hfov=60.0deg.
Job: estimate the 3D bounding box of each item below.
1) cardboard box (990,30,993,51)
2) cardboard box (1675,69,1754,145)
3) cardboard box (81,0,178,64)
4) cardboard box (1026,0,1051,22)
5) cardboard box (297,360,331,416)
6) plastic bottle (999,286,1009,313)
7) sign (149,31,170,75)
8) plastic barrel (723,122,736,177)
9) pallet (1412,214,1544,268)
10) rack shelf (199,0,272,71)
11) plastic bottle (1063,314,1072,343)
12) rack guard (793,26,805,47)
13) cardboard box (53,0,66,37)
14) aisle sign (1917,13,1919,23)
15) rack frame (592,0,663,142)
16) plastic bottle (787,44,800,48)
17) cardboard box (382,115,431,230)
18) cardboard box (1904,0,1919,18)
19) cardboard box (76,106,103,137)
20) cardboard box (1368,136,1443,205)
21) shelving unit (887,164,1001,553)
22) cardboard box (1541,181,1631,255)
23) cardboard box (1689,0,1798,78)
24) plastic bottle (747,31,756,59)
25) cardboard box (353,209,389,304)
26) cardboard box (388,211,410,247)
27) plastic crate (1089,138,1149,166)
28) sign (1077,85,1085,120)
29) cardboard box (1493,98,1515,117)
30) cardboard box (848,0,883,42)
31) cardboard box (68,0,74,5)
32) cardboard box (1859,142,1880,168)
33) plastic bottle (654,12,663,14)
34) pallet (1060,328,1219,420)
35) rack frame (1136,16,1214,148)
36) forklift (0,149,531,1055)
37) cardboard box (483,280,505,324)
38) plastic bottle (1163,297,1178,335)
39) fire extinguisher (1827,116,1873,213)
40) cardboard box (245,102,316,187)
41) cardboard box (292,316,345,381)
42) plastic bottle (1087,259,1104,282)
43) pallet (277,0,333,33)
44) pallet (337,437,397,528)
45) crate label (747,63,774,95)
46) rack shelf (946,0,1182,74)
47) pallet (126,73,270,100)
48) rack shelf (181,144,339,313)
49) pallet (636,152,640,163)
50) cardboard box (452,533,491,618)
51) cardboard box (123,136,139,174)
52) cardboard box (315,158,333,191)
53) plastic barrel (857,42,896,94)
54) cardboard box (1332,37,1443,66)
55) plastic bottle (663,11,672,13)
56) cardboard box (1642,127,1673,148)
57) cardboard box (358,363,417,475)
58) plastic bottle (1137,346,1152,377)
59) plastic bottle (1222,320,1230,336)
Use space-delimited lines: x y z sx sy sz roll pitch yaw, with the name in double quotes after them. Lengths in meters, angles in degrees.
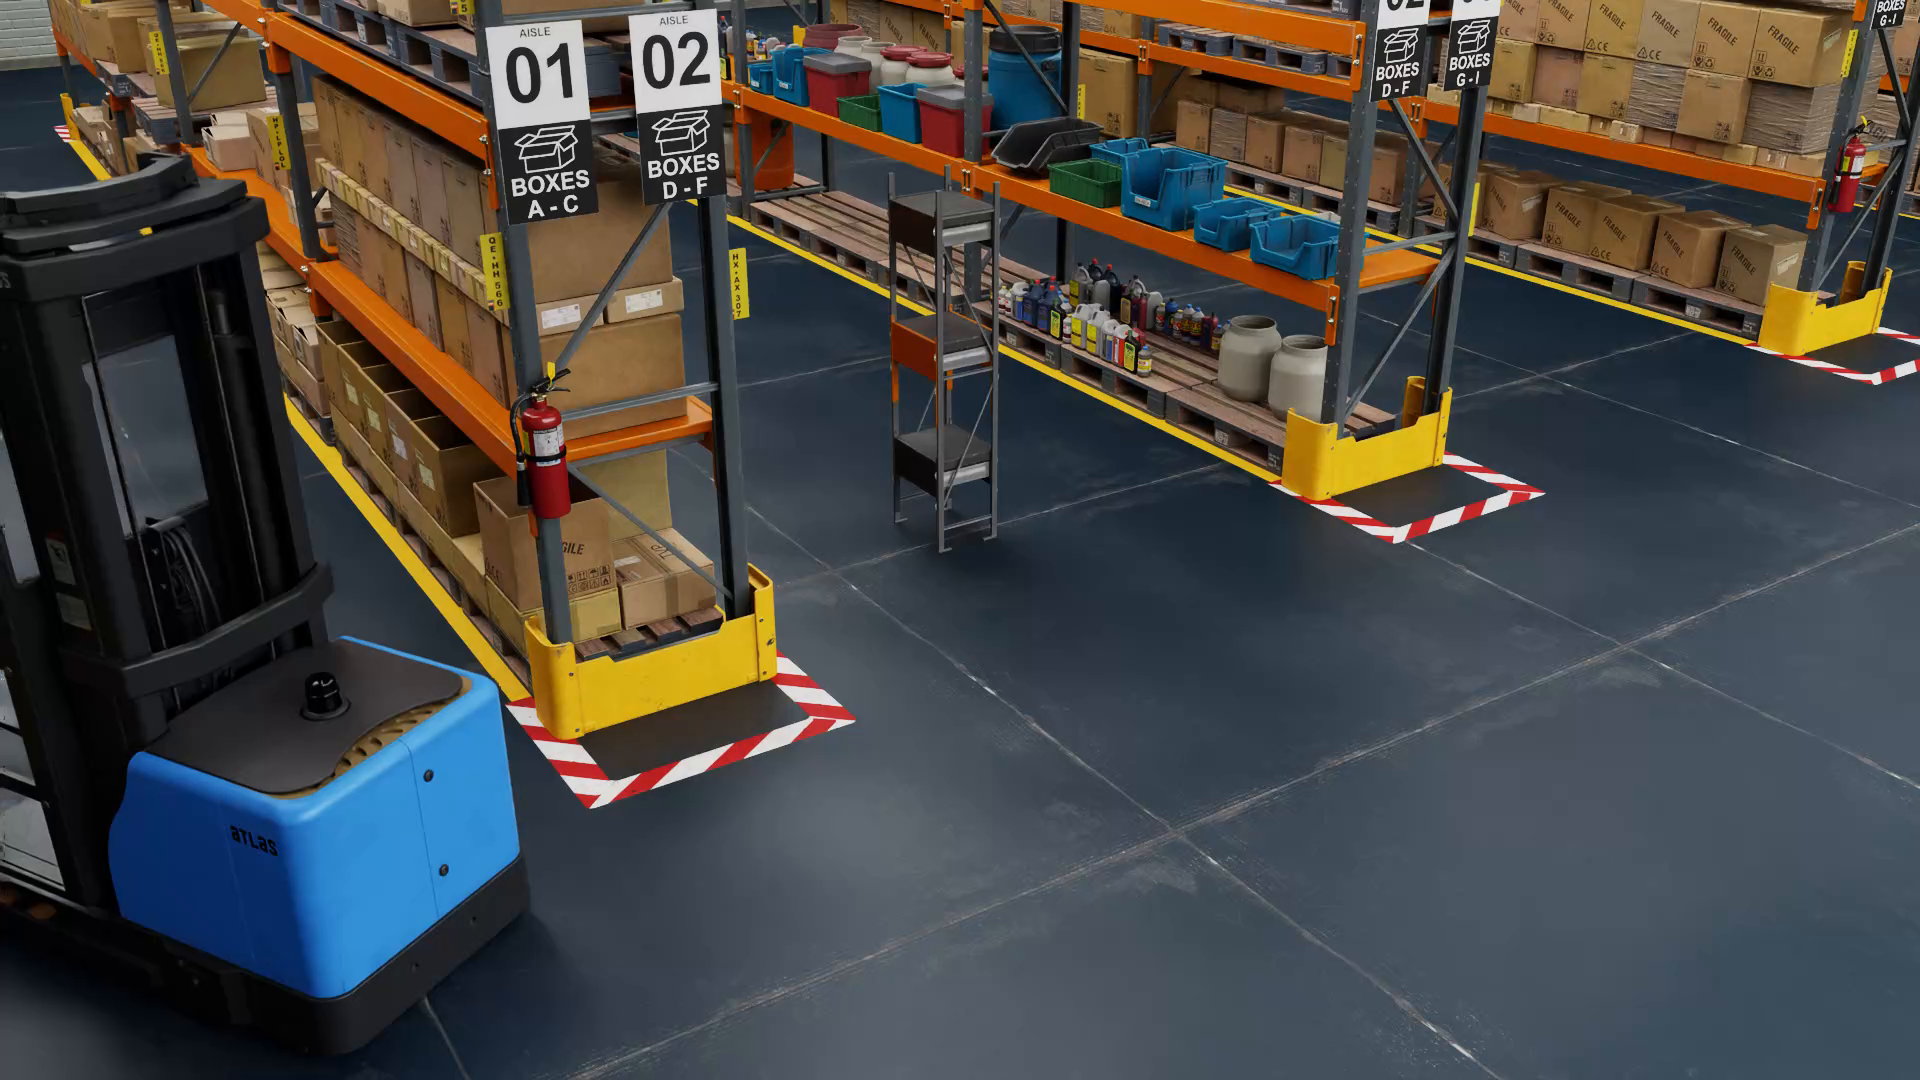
1.119 -5.901 20.733 1.225 0.875 0.875 -17 30 -31 "cardboard box"
6.164 -3.457 13.094 0.875 0.500 0.500 -16 29 -30 "cardboard box"
-7.967 -4.922 16.053 0.500 0.500 0.700 18 31 33 "cardboard box"
1.140 -6.496 19.879 0.500 0.500 0.500 -15 29 -29 "cardboard box"
-4.140 -1.074 11.240 0.500 0.250 0.500 -16 30 -30 "cardboard box"
0.344 -1.881 12.983 0.097 0.201 0.097 0 25 0 "plastic bottle"
-6.304 -3.835 13.097 0.100 0.325 0.005 -16 29 -30 "sign"
-2.367 -4.048 17.233 0.421 0.512 0.421 0 25 0 "plastic barrel"
5.027 -2.861 15.563 1.003 0.211 1.213 -16 29 -30 "pallet"
-4.763 -3.793 11.601 1.077 0.370 4.000 -16 29 -30 "rack shelf"
0.812 -1.574 12.332 0.097 0.201 0.097 0 25 0 "plastic bottle"
-1.933 -7.524 25.103 1.175 0.500 0.348 -16 29 -30 "rack guard"
-9.914 -5.981 18.788 0.500 0.500 0.500 -16 30 -30 "cardboard box"
7.100 -4.147 11.975 0.394 0.787 0.004 -16 29 -30 "aisle sign"
-3.886 -6.061 19.076 1.000 3.000 0.127 -16 29 -30 "rack frame"
-1.668 -4.805 16.559 0.152 0.276 0.135 -16 29 -30 "plastic bottle"
-2.601 -1.983 8.800 0.700 0.500 0.500 -16 29 -30 "cardboard box"
9.592 -5.495 16.436 0.875 0.550 0.550 -16 29 -30 "cardboard box"
-9.890 -4.855 19.226 0.500 0.250 0.500 -16 29 -30 "cardboard box"
4.314 -3.647 16.375 0.700 0.500 0.500 -18 31 -33 "cardboard box"
-0.090 -1.009 9.427 0.431 2.100 0.503 -16 29 -30 "shelving unit"
5.540 -2.854 14.719 0.500 0.500 0.500 -19 31 -34 "cardboard box"
6.030 -3.872 12.801 0.500 0.500 0.500 -16 29 -30 "cardboard box"
-2.159 -5.146 17.288 0.097 0.271 0.097 0 25 0 "plastic bottle"
-3.130 -1.748 9.821 0.700 0.500 0.500 -16 30 -30 "cardboard box"
-2.838 -1.691 8.941 0.380 0.149 0.250 -16 30 -30 "cardboard box"
1.313 -2.800 12.342 0.499 0.251 0.616 -16 29 -30 "plastic crate"
0.948 -3.449 13.219 0.100 0.325 0.005 -16 29 -30 "sign"
4.926 -3.831 14.645 0.380 0.149 0.250 -16 29 -30 "cardboard box"
-1.006 -7.339 23.781 0.875 0.875 0.875 -16 29 -30 "cardboard box"
-9.088 -5.889 17.423 0.500 0.500 0.500 -15 29 -29 "cardboard box"
6.859 -2.967 12.816 0.380 0.149 0.250 -16 29 -30 "cardboard box"
-3.400 -5.939 18.963 0.152 0.276 0.135 -16 29 -30 "plastic bottle"
1.483 -1.252 12.155 1.003 0.211 1.213 -16 29 -30 "pallet"
2.448 -5.785 18.490 1.000 3.000 0.127 -16 29 -30 "rack frame"
-3.244 0.056 6.198 3.031 2.935 1.130 12 28 24 "forklift"
-1.999 -1.140 7.775 0.380 0.149 0.250 -15 29 -28 "cardboard box"
1.584 -1.686 12.489 0.097 0.271 0.097 0 25 0 "plastic bottle"
6.491 -2.740 12.131 0.296 0.674 0.183 -16 29 -30 "fire extinguisher"
-4.925 -2.926 12.318 0.500 0.500 0.500 -17 30 -32 "cardboard box"
-4.132 -1.325 11.115 0.500 0.311 0.500 -16 29 -30 "cardboard box"
1.074 -2.038 13.140 0.144 0.351 0.185 -16 30 -31 "plastic bottle"
-3.184 -3.064 9.317 1.003 0.211 1.213 -16 29 -30 "pallet"
-3.272 -0.492 10.544 1.003 0.211 1.213 -16 29 -30 "pallet"
-1.786 -4.317 15.577 0.303 0.233 0.416 -16 29 -30 "crate label"
1.356 -6.175 20.159 1.077 0.370 4.000 -16 29 -30 "rack shelf"
-6.920 -4.085 15.115 1.003 0.211 1.213 -16 29 -30 "pallet"
-4.763 -2.437 12.241 1.077 0.370 4.000 -16 29 -30 "rack shelf"
-2.829 -4.078 18.141 1.003 0.211 1.213 -16 29 -30 "pallet"
-2.311 0.138 8.672 0.500 0.250 0.500 -16 29 -30 "cardboard box"
-7.978 -3.747 16.586 0.500 0.500 0.500 -17 30 -32 "cardboard box"
-3.686 -2.244 10.113 0.380 0.149 0.250 -16 29 -30 "cardboard box"
-0.732 -4.212 15.028 0.421 0.512 0.421 0 25 0 "plastic barrel"
4.315 -5.132 15.913 1.000 1.000 1.000 -15 29 -29 "cardboard box"
-3.231 -5.753 18.480 0.144 0.351 0.185 -16 29 -30 "plastic bottle"
5.790 -3.307 13.535 0.380 0.149 0.250 -16 29 -30 "cardboard box"
-3.134 -0.736 9.646 0.500 0.500 0.500 -16 29 -30 "cardboard box"
1.295 -1.257 11.662 0.097 0.201 0.097 0 25 0 "plastic bottle"
1.936 -1.455 12.000 0.097 0.271 0.097 0 25 0 "plastic bottle"
